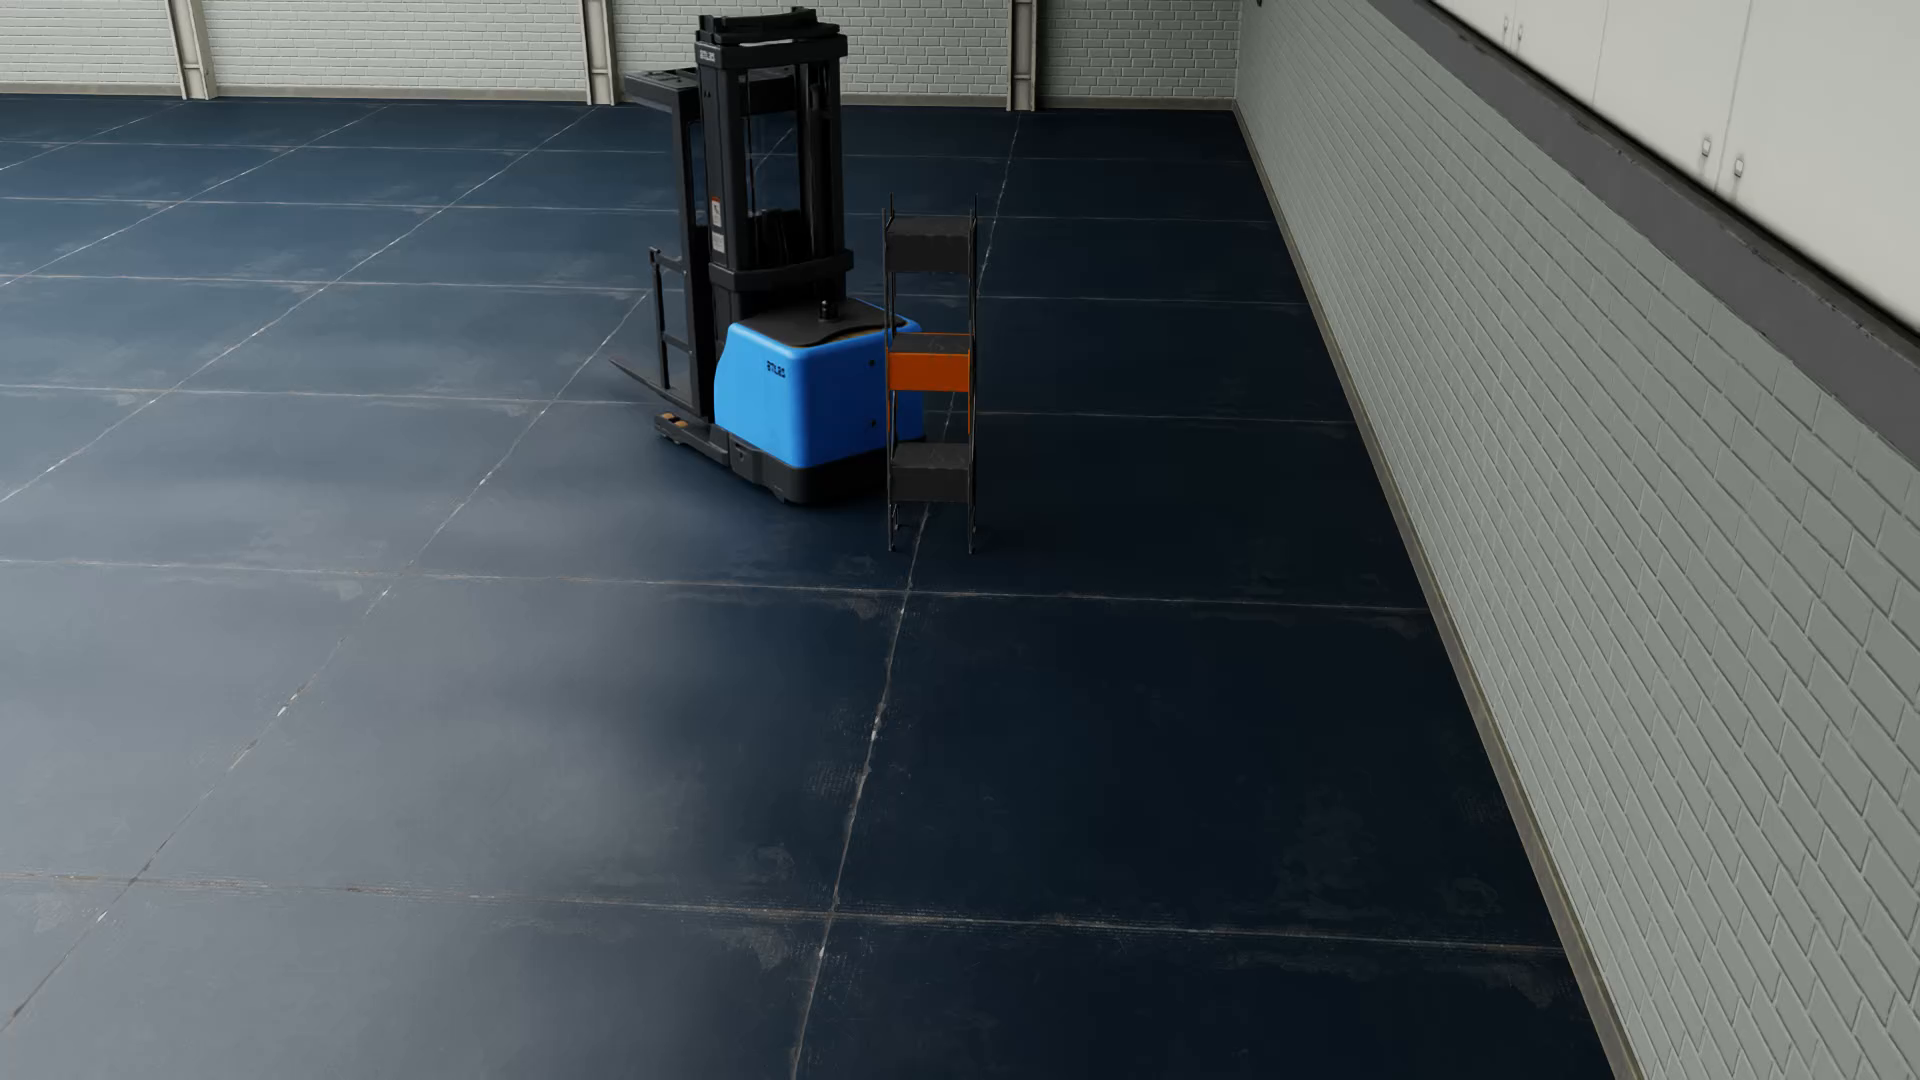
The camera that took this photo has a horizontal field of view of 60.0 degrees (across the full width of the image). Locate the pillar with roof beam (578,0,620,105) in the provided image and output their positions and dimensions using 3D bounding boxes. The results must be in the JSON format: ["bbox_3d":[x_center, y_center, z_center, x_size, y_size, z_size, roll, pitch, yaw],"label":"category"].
[{"bbox_3d":[-5.446,-8.573,18.115,0.400,9.000,9.100,2,25,4],"label":"pillar with roof beam"}]

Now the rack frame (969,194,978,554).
[{"bbox_3d":[0.078,-0.951,9.806,0.015,2.100,0.400,2,25,4],"label":"rack frame"}]

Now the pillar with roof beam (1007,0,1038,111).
[{"bbox_3d":[0.536,-8.381,17.698,0.400,9.000,9.100,2,25,4],"label":"pillar with roof beam"}]

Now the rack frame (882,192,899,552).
[{"bbox_3d":[-0.408,-0.967,9.840,0.015,2.100,0.400,2,25,4],"label":"rack frame"}]

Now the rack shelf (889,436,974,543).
[{"bbox_3d":[-0.165,-0.311,10.121,0.480,0.518,0.431,2,25,4],"label":"rack shelf"}]

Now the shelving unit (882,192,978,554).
[{"bbox_3d":[-0.165,-0.959,9.823,0.503,2.100,0.431,2,25,4],"label":"shelving unit"}]

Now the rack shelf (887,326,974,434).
[{"bbox_3d":[-0.165,-0.947,9.828,0.480,0.518,0.431,2,25,4],"label":"rack shelf"}]

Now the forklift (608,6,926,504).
[{"bbox_3d":[-1.521,-2.115,11.340,1.130,2.935,3.031,-18,30,-34],"label":"forklift"}]

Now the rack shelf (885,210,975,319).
[{"bbox_3d":[-0.165,-1.583,9.536,0.480,0.518,0.431,2,25,4],"label":"rack shelf"}]

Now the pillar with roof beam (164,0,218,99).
[{"bbox_3d":[-11.428,-8.765,18.532,0.400,9.000,9.100,2,25,4],"label":"pillar with roof beam"}]

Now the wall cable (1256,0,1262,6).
[{"bbox_3d":[3.702,-8.119,20.843,0.112,2.526,3.097,2,25,4],"label":"wall cable"}]
